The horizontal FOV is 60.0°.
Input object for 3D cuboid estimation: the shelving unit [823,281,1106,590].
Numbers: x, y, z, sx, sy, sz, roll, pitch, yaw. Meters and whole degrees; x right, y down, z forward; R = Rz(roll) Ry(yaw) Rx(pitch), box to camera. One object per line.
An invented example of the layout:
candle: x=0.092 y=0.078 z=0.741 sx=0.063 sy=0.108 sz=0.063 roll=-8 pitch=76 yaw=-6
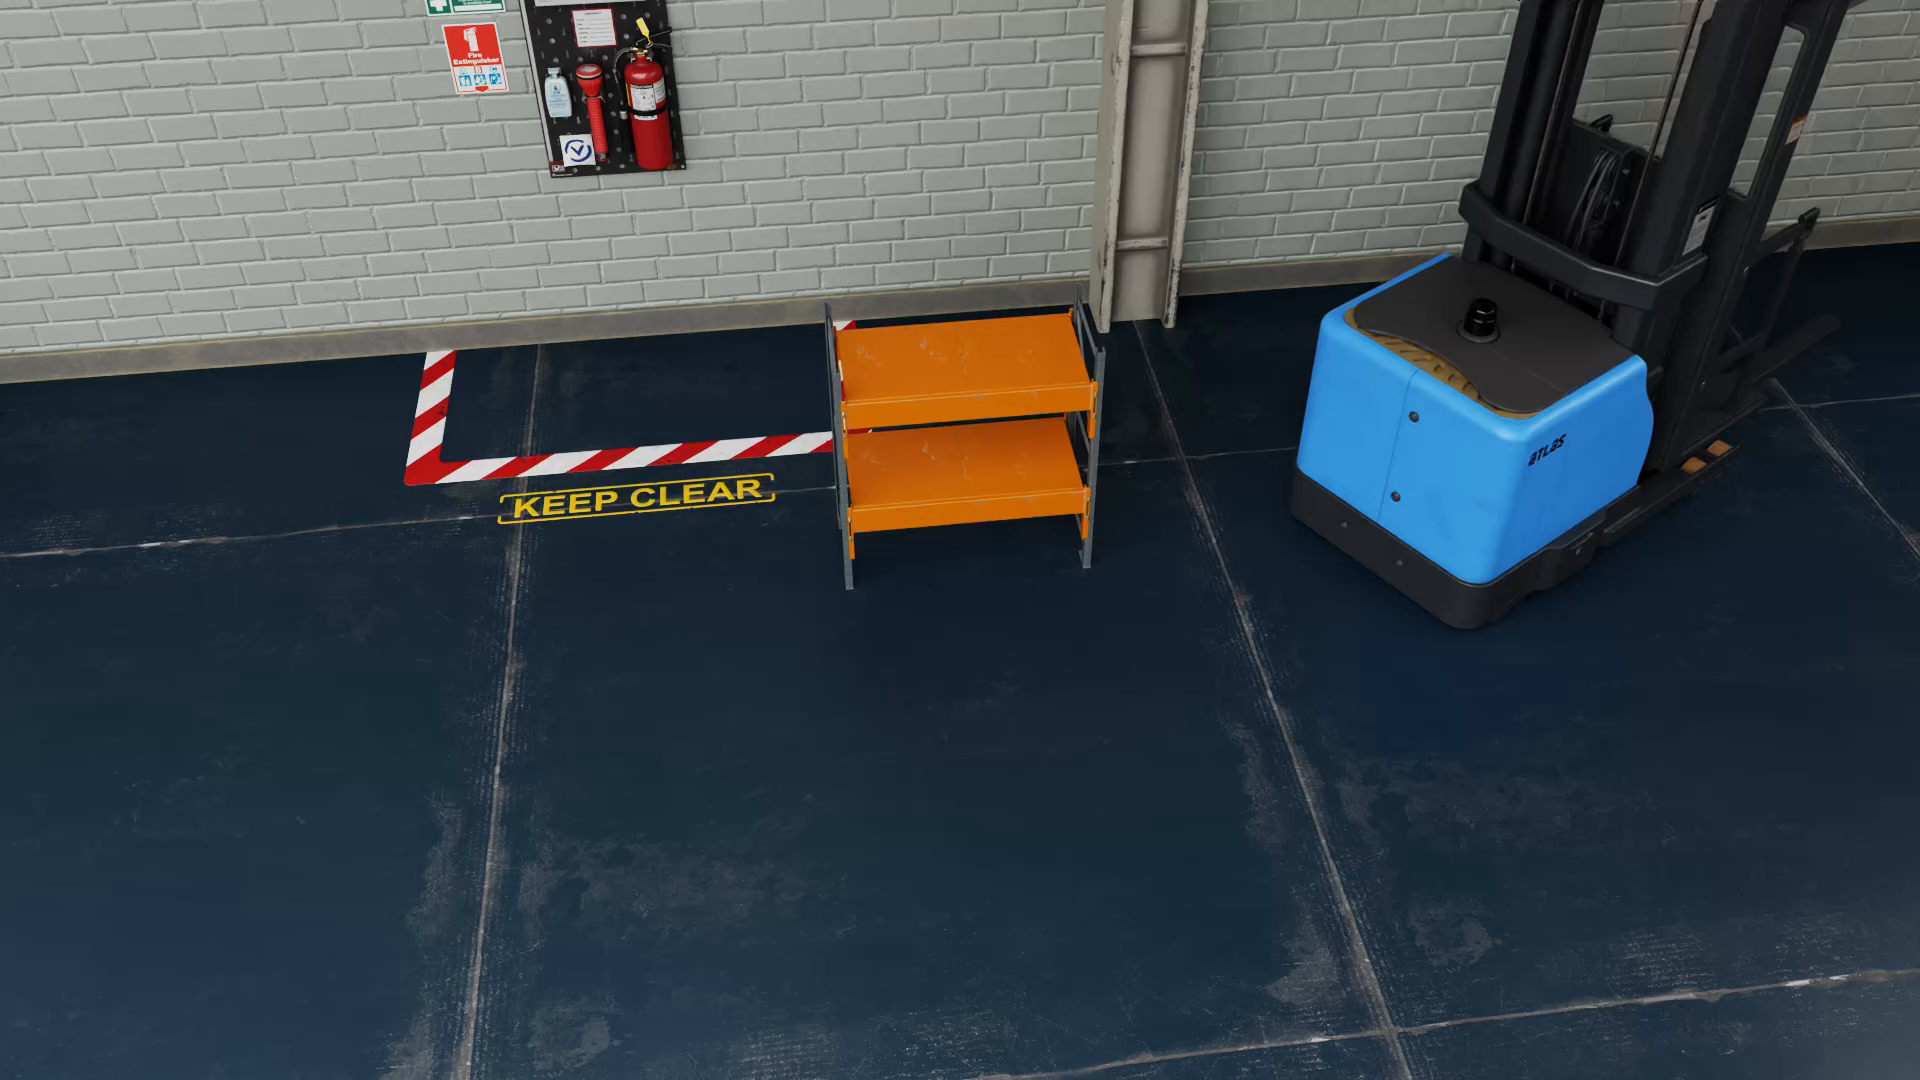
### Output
shelving unit: x=0.007 y=-0.418 z=6.874 sx=1.048 sy=1.125 sz=0.538 roll=-5 pitch=42 yaw=-6

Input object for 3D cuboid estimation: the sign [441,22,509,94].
sign: x=-2.138 y=-2.125 z=7.340 sx=0.234 sy=0.329 sz=0.001 roll=-5 pitch=42 yaw=-6

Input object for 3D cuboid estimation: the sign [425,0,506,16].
sign: x=-2.132 y=-2.316 z=7.156 sx=0.331 sy=0.109 sz=0.001 roll=-5 pitch=42 yaw=-6

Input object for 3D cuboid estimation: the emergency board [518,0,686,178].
emergency board: x=-1.576 y=-2.091 z=7.329 sx=0.643 sy=1.169 sz=0.194 roll=-5 pitch=42 yaw=-6

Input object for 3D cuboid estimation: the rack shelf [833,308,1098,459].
rack shelf: x=0.007 y=-0.636 z=6.678 sx=1.000 sy=0.278 sz=0.538 roll=-5 pitch=42 yaw=-6

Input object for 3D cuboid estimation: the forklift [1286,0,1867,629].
forklift: x=2.903 y=-1.546 z=6.776 sx=3.031 sy=2.935 sz=1.130 roll=-28 pitch=49 yaw=-27

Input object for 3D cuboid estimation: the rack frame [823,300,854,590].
rack frame: x=-0.497 y=-0.374 z=6.825 sx=0.032 sy=1.125 sz=0.500 roll=-5 pitch=42 yaw=-6

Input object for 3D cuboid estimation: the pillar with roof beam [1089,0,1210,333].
pillar with roof beam: x=1.437 y=-1.649 z=2.360 sx=0.400 sy=9.000 sz=9.100 roll=-5 pitch=42 yaw=-6

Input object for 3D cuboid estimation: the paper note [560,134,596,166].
paper note: x=-1.761 y=-1.795 z=7.658 sx=0.142 sy=0.148 sz=0.016 roll=-5 pitch=42 yaw=-6

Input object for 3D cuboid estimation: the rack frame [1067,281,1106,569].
rack frame: x=0.511 y=-0.462 z=6.923 sx=0.032 sy=1.125 sz=0.500 roll=-5 pitch=42 yaw=-6

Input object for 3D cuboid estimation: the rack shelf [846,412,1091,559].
rack shelf: x=0.007 y=-0.237 z=7.038 sx=1.000 sy=0.278 sz=0.538 roll=-5 pitch=42 yaw=-6
